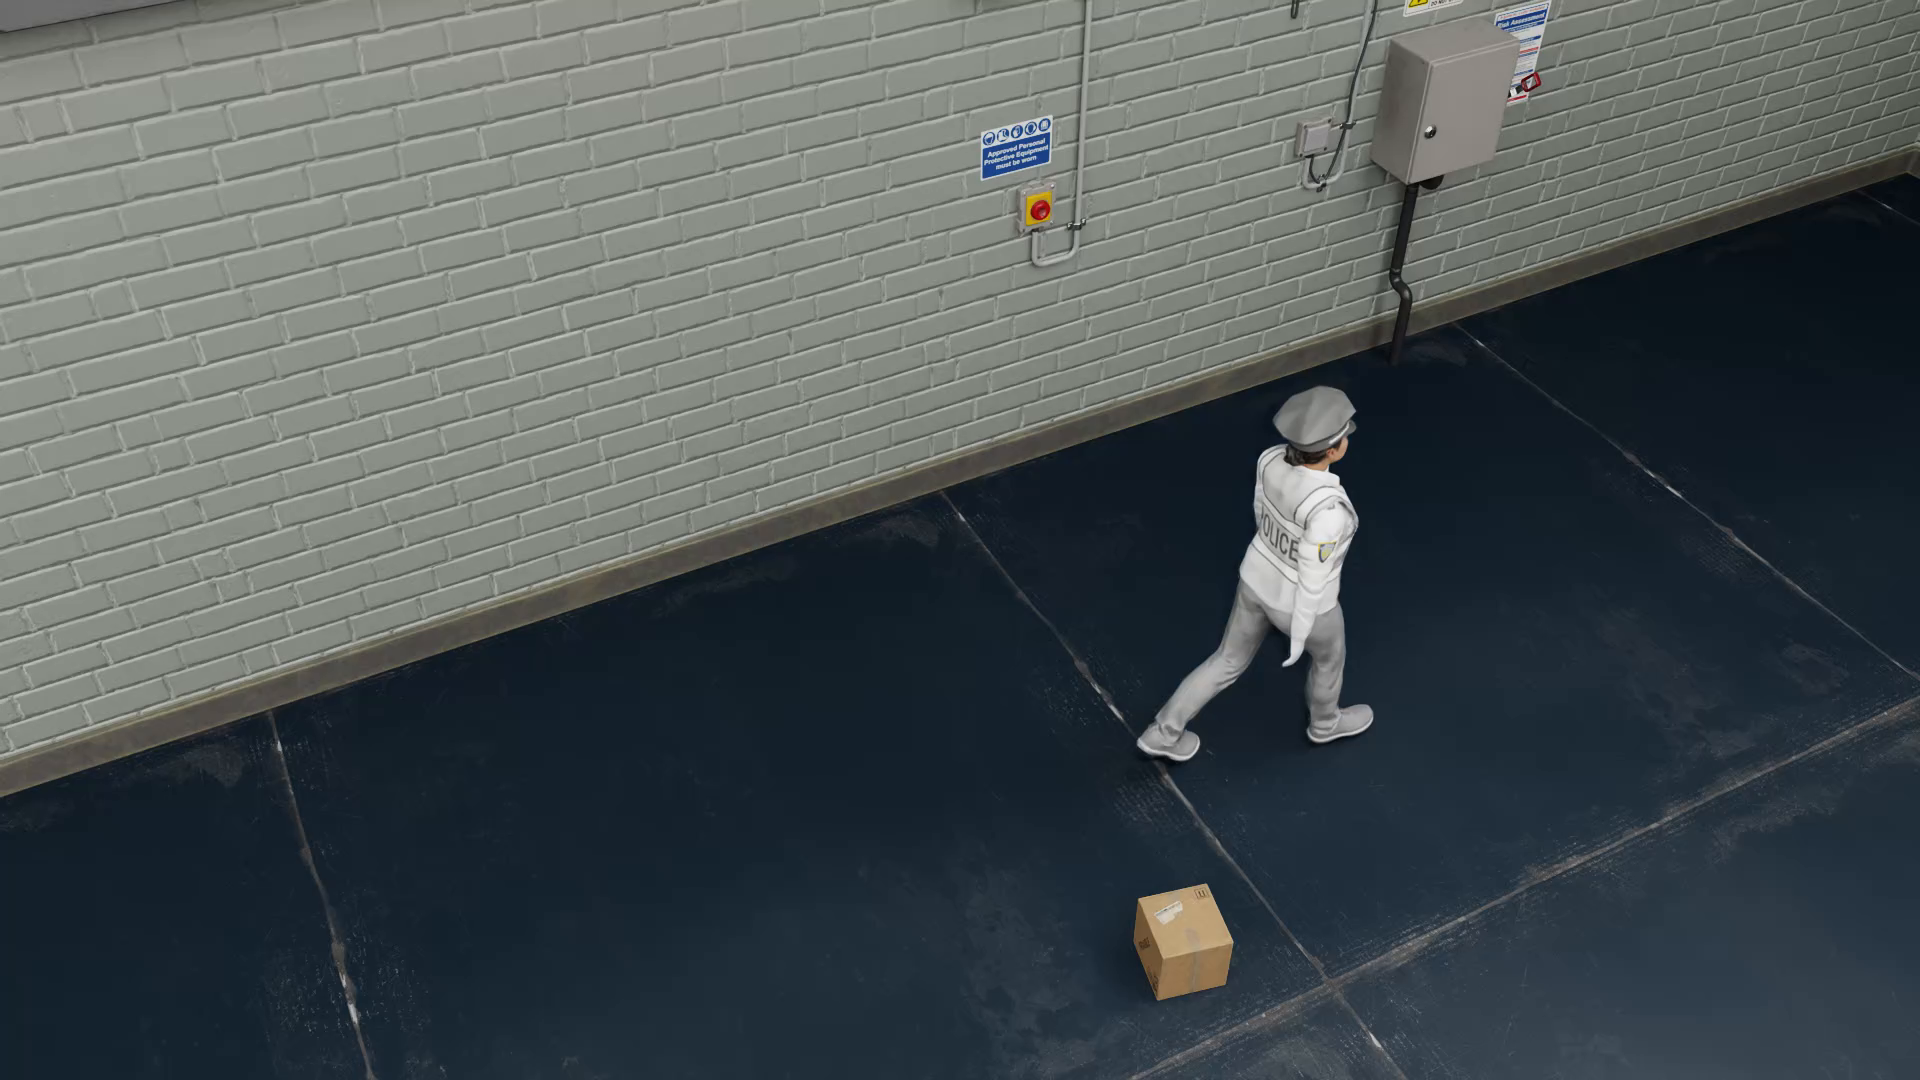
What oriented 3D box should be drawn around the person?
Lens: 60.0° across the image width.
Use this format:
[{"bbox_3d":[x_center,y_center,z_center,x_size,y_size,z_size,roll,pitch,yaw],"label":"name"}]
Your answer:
[{"bbox_3d":[1.135,0.172,5.939,0.977,1.638,0.484,-20,45,-22],"label":"person"}]
